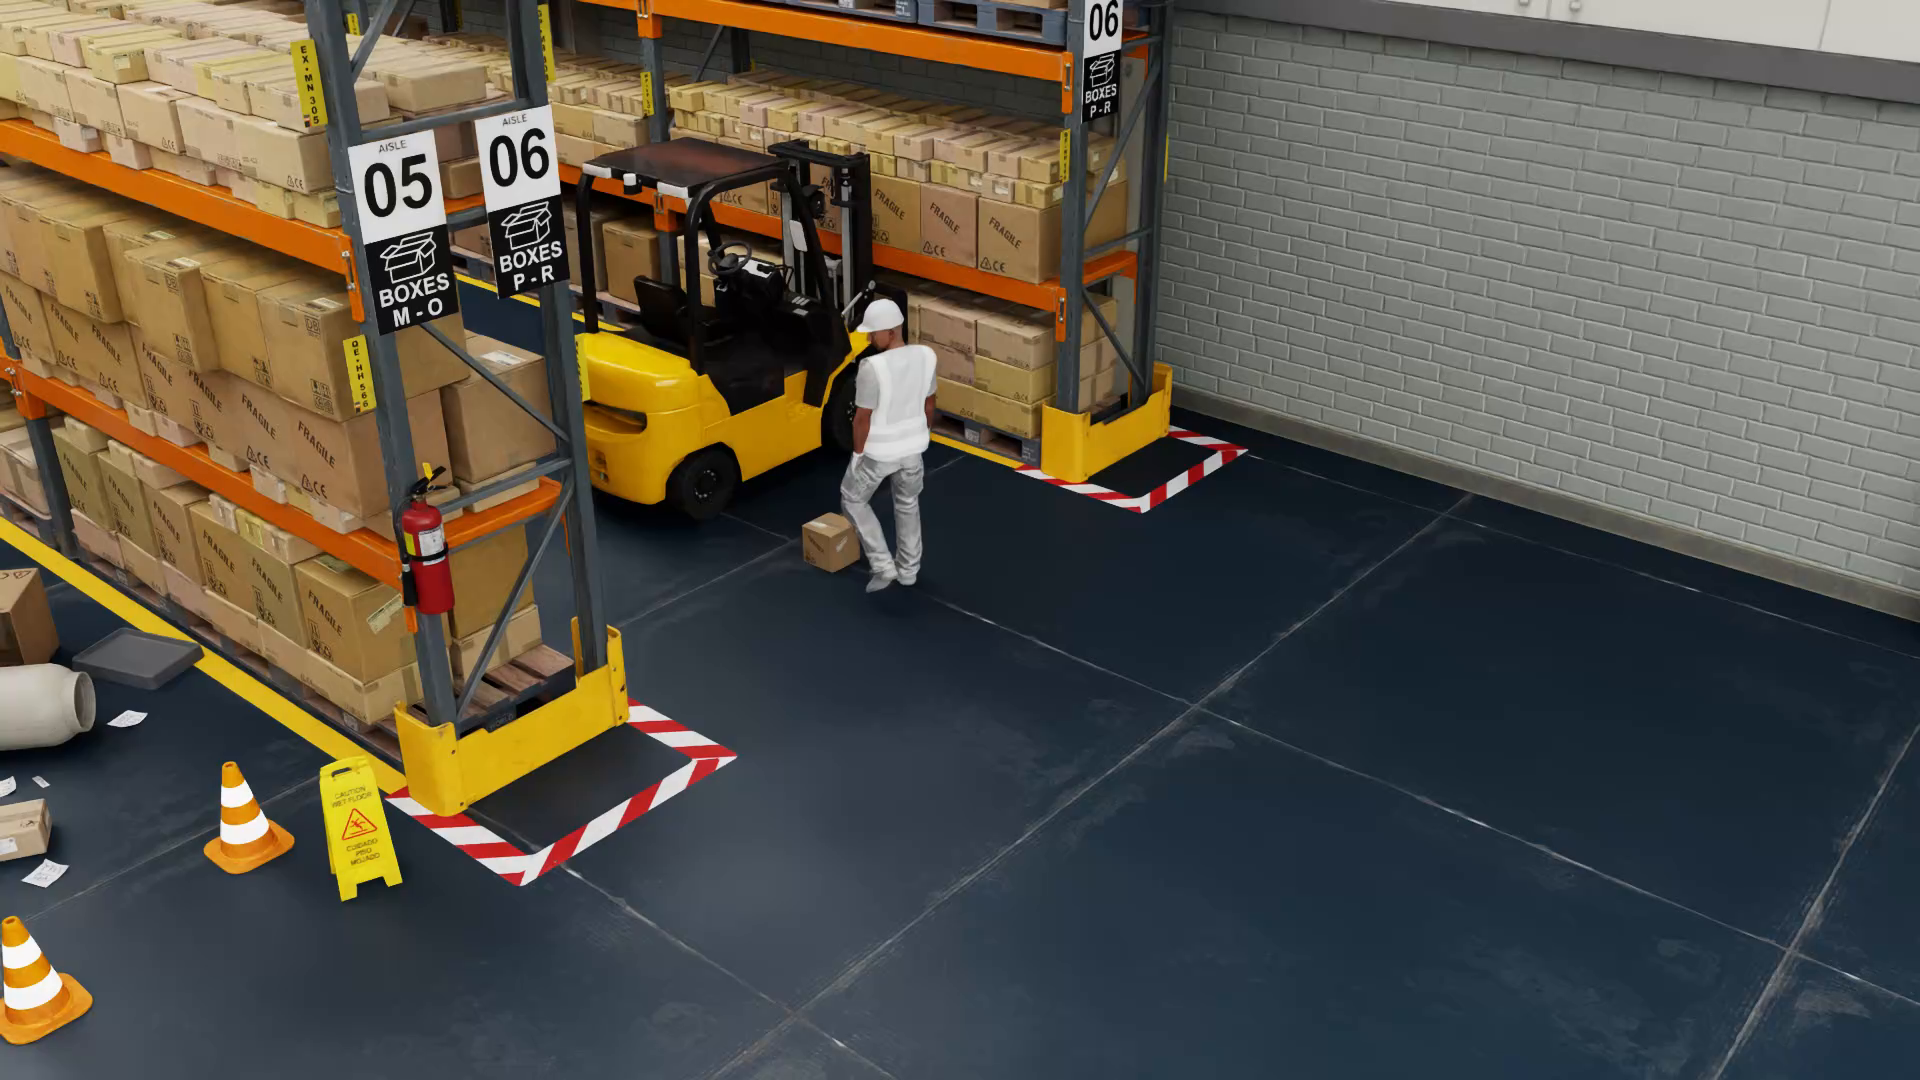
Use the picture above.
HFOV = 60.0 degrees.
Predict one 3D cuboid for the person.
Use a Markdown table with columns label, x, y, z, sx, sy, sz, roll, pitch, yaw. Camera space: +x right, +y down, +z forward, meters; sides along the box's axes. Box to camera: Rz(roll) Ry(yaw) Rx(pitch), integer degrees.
| label | x | y | z | sx | sy | sz | roll | pitch | yaw |
| --- | --- | --- | --- | --- | --- | --- | --- | --- | --- |
| person | -0.378 | -0.530 | 9.584 | 0.622 | 1.778 | 0.496 | -16 | 31 | -28 |
